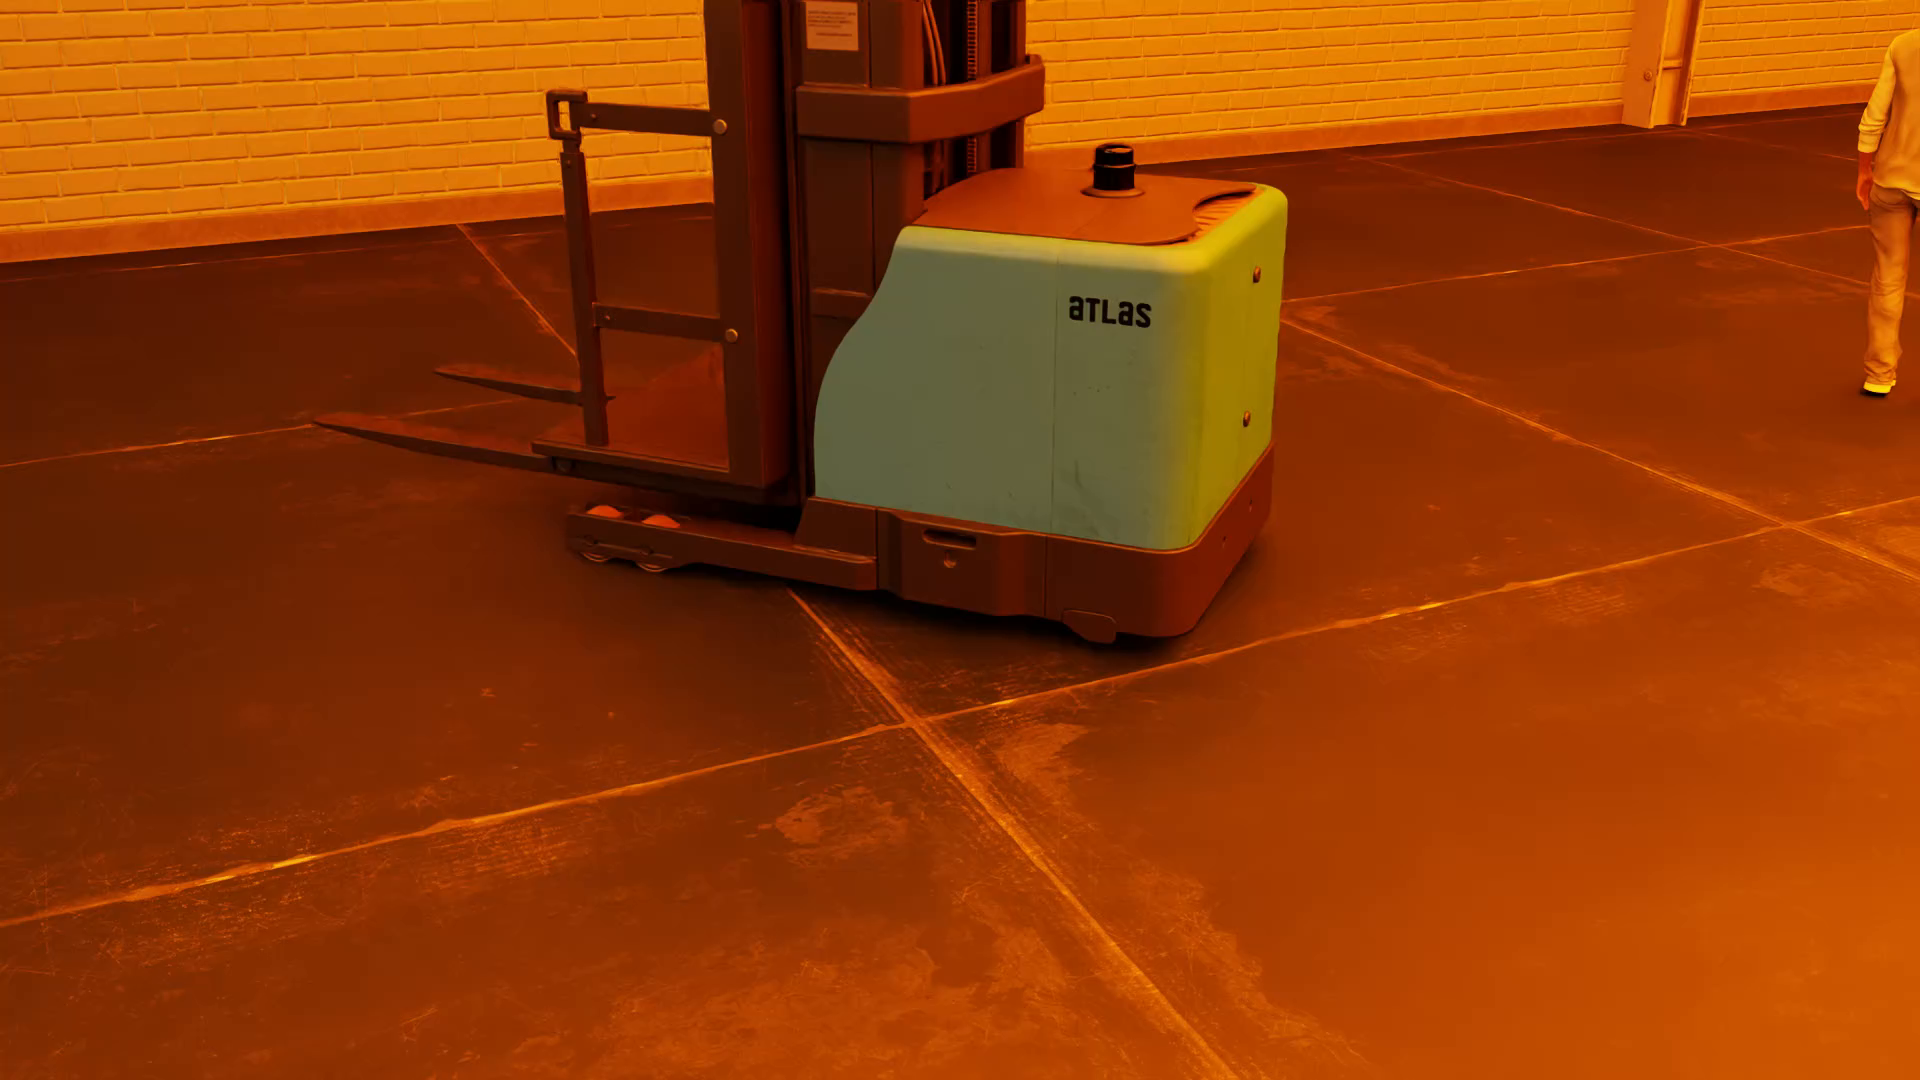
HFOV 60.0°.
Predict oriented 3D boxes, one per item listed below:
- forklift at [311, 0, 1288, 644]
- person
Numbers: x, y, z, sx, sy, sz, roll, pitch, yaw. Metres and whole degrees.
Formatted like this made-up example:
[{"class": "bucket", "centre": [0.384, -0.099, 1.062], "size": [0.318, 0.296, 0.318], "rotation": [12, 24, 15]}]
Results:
[{"class": "forklift", "centre": [-0.616, -1.433, 4.736], "size": [3.031, 2.935, 1.130], "rotation": [9, 24, 21]}, {"class": "person", "centre": [3.625, -1.319, 6.202], "size": [0.474, 1.583, 0.519], "rotation": [-21, 30, -41]}]
